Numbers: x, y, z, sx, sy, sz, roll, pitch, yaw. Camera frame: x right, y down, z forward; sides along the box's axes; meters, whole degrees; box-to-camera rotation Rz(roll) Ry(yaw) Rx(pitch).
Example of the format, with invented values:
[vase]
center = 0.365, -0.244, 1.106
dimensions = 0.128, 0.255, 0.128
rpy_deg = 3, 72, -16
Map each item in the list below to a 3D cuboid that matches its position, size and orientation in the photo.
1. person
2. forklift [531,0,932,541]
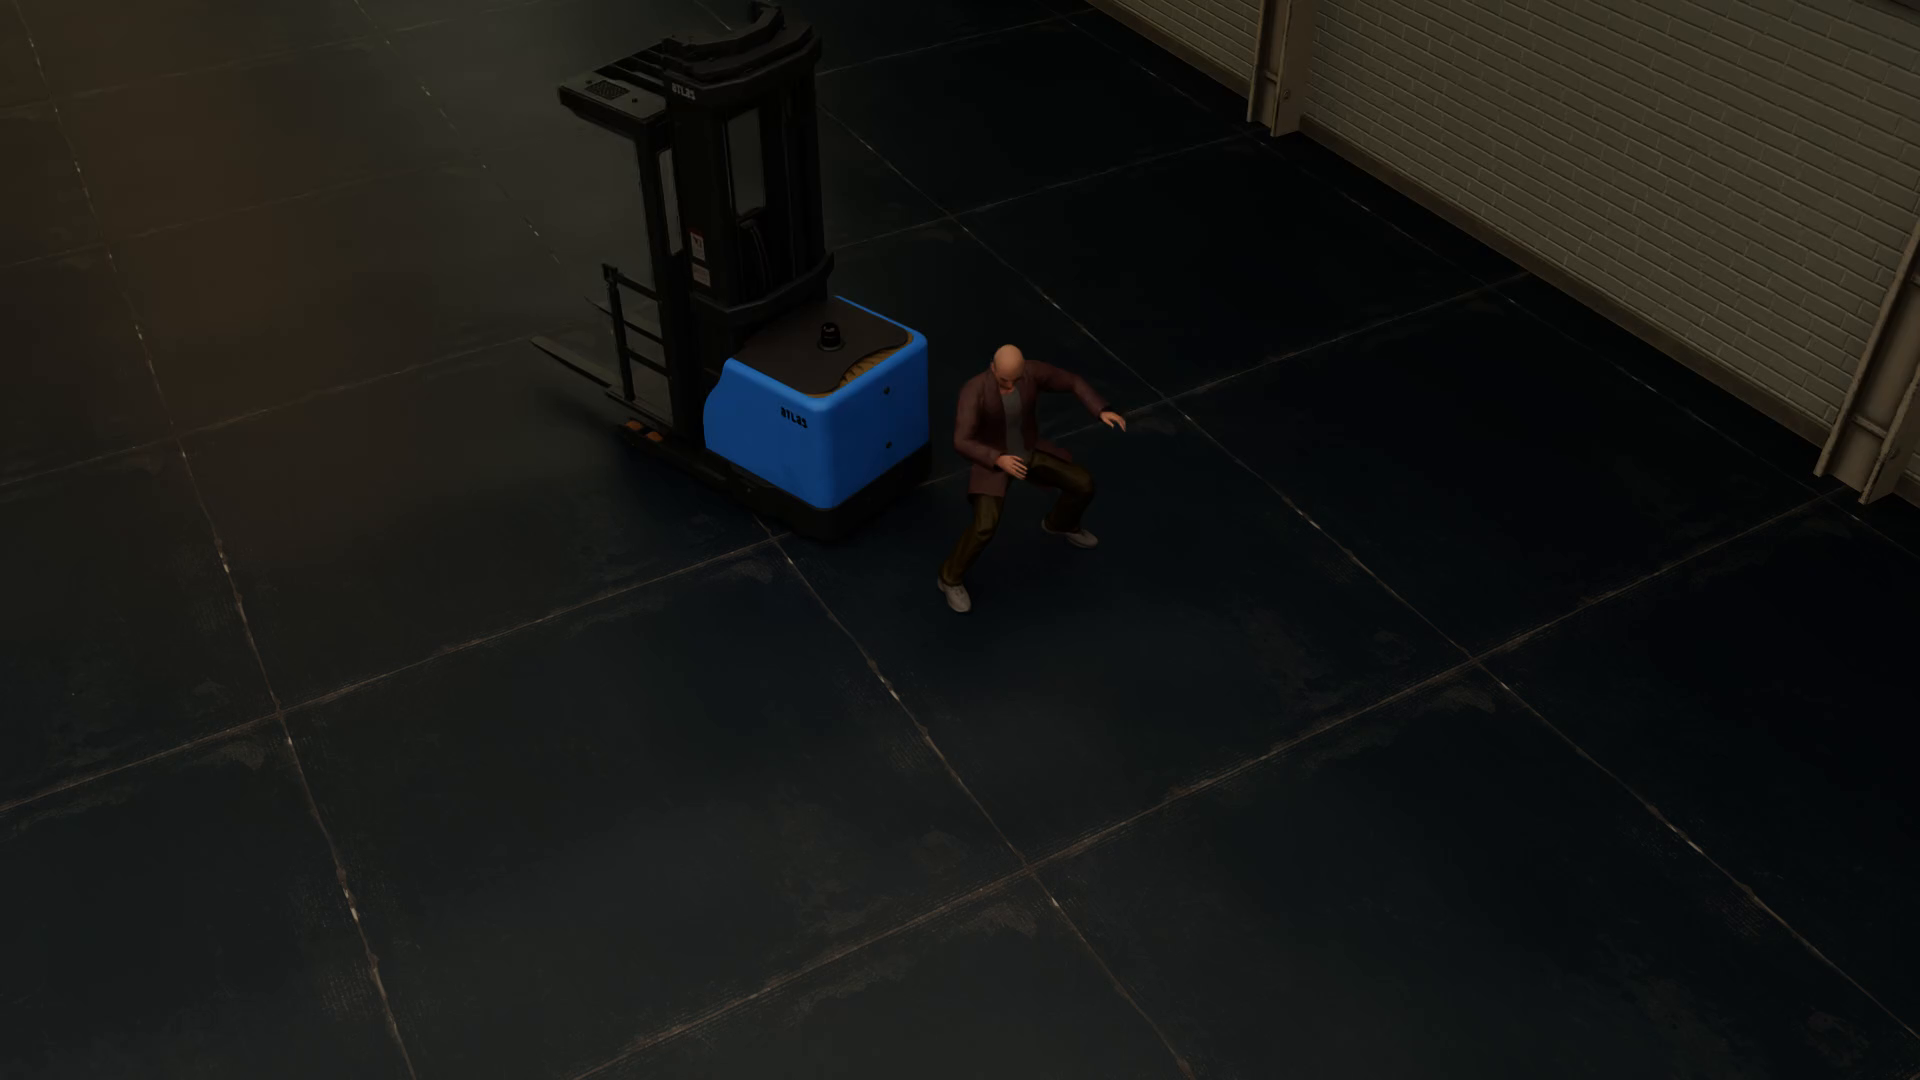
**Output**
[person]
center = 0.364, -0.427, 9.640
dimensions = 1.070, 1.537, 0.766
rpy_deg = -15, 42, -17
[forklift]
center = -1.639, -1.912, 10.341
dimensions = 3.031, 2.935, 1.130
rpy_deg = 28, 47, 29
